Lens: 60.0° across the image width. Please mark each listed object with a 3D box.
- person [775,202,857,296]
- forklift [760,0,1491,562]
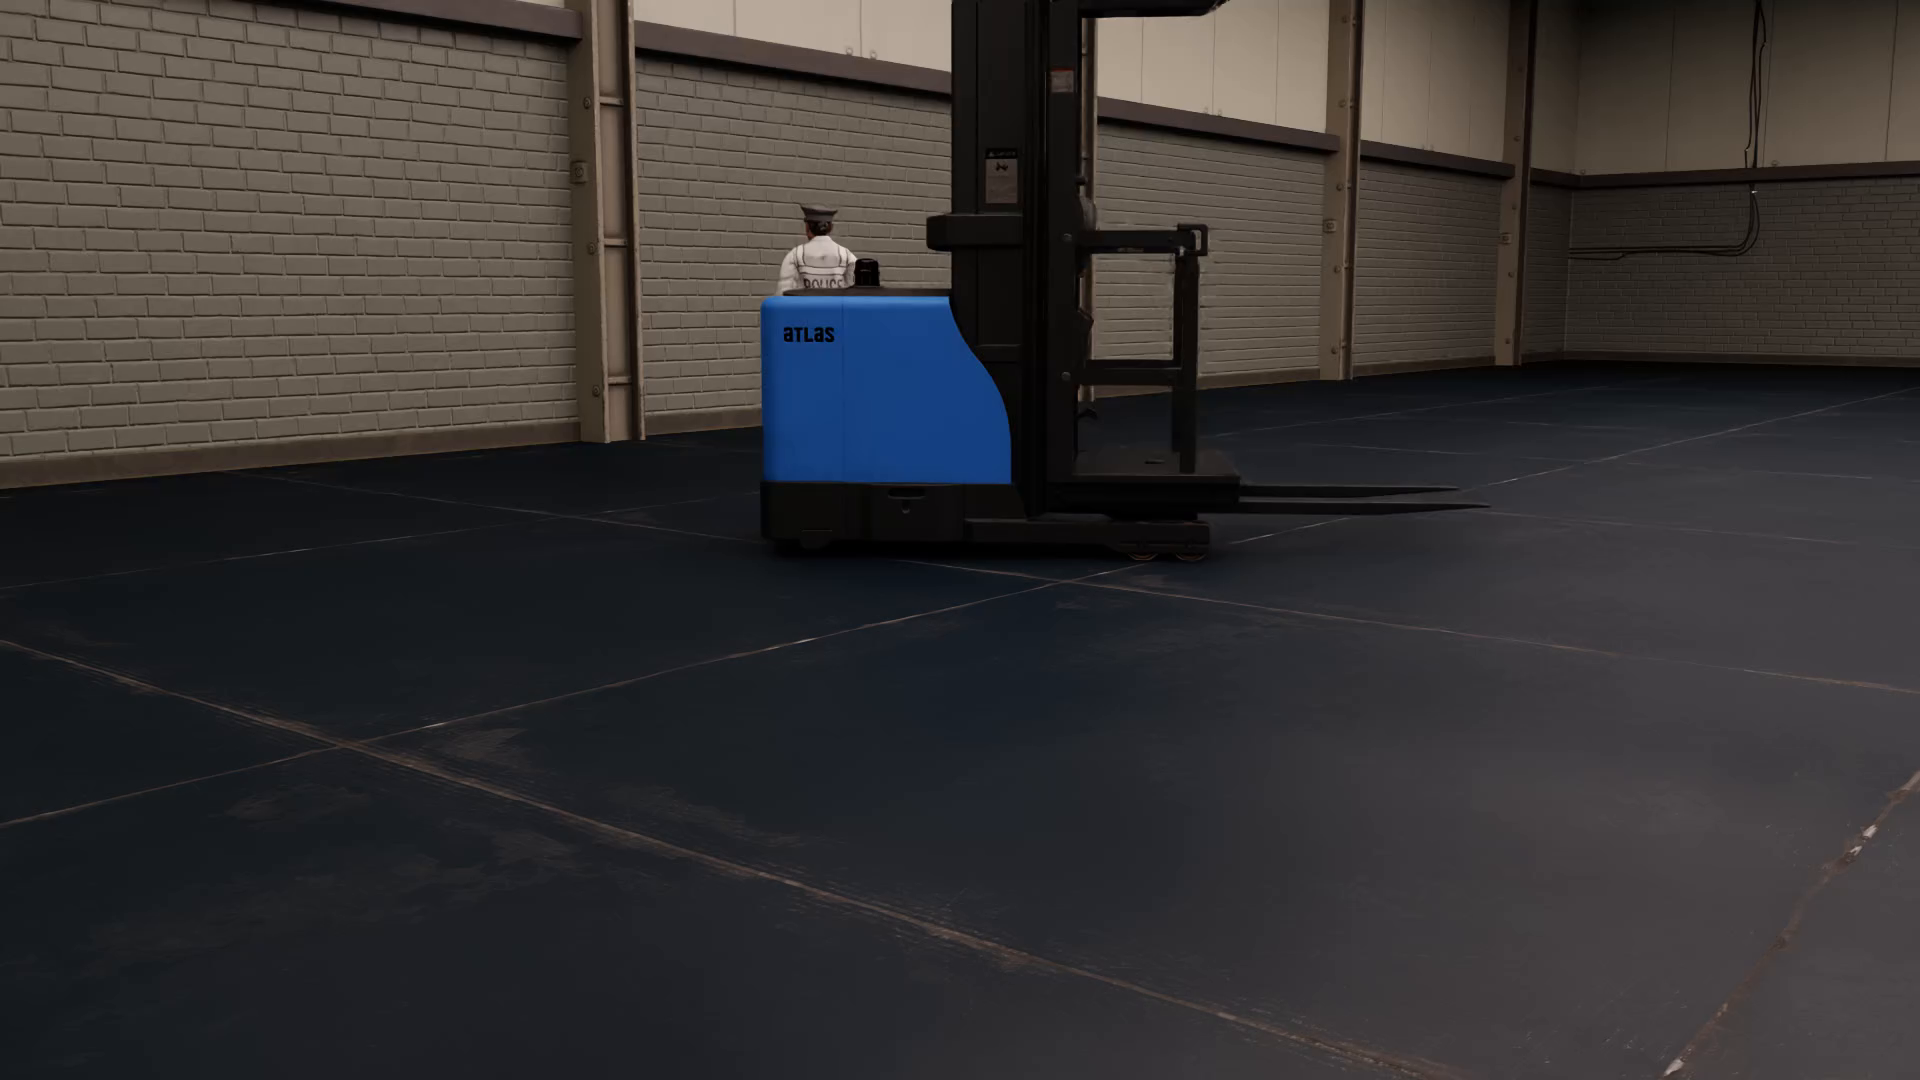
[{"bbox_3d":[-0.889,-1.252,10.326,0.599,1.671,0.450,-2,9,-16],"label":"person"},{"bbox_3d":[0.706,-1.440,7.122,3.031,2.935,1.130,1,8,5],"label":"forklift"}]
